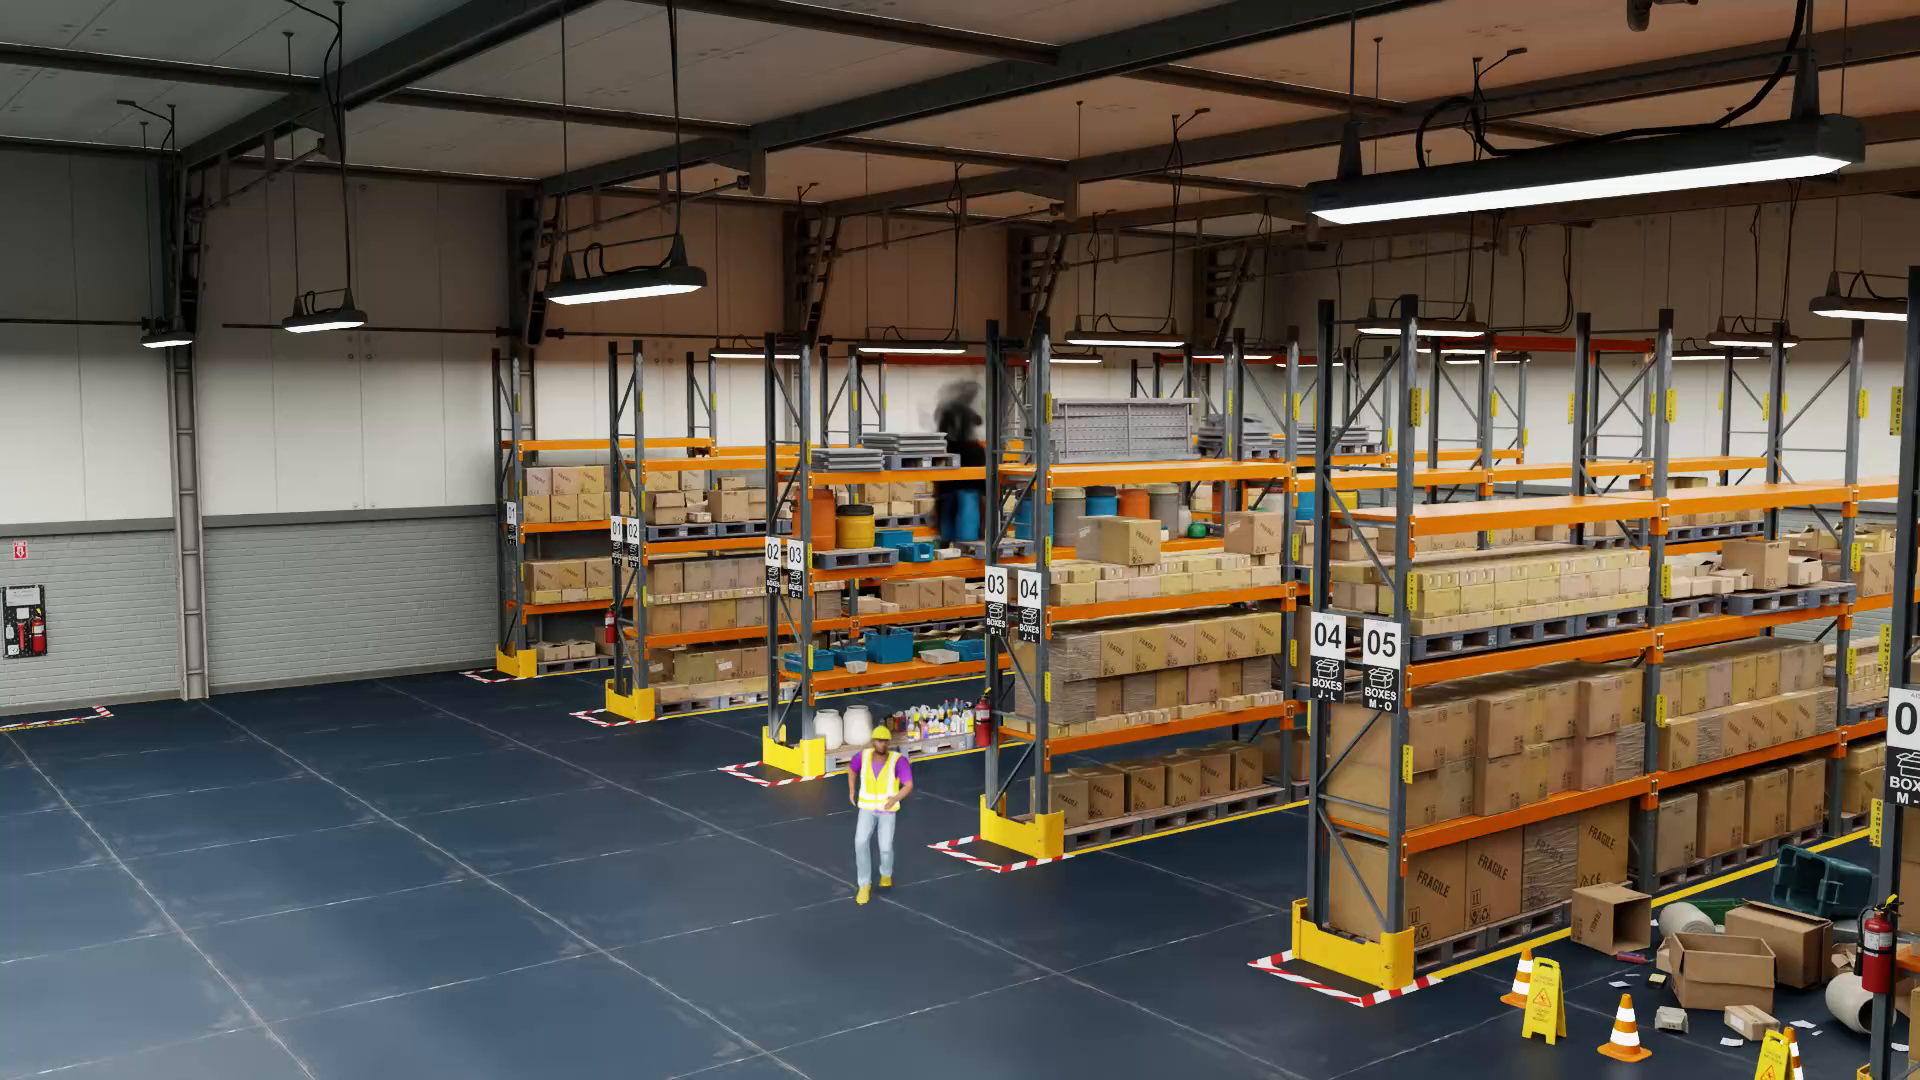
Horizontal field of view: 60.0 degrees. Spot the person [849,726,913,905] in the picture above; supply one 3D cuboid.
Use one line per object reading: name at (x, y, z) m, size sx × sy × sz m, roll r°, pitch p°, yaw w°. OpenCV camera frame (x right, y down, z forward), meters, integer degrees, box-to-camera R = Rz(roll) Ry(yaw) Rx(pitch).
person at (-0.828, 2.800, 17.119) m, size 0.705 × 1.806 × 0.732 m, roll 1°, pitch 5°, yaw 6°
